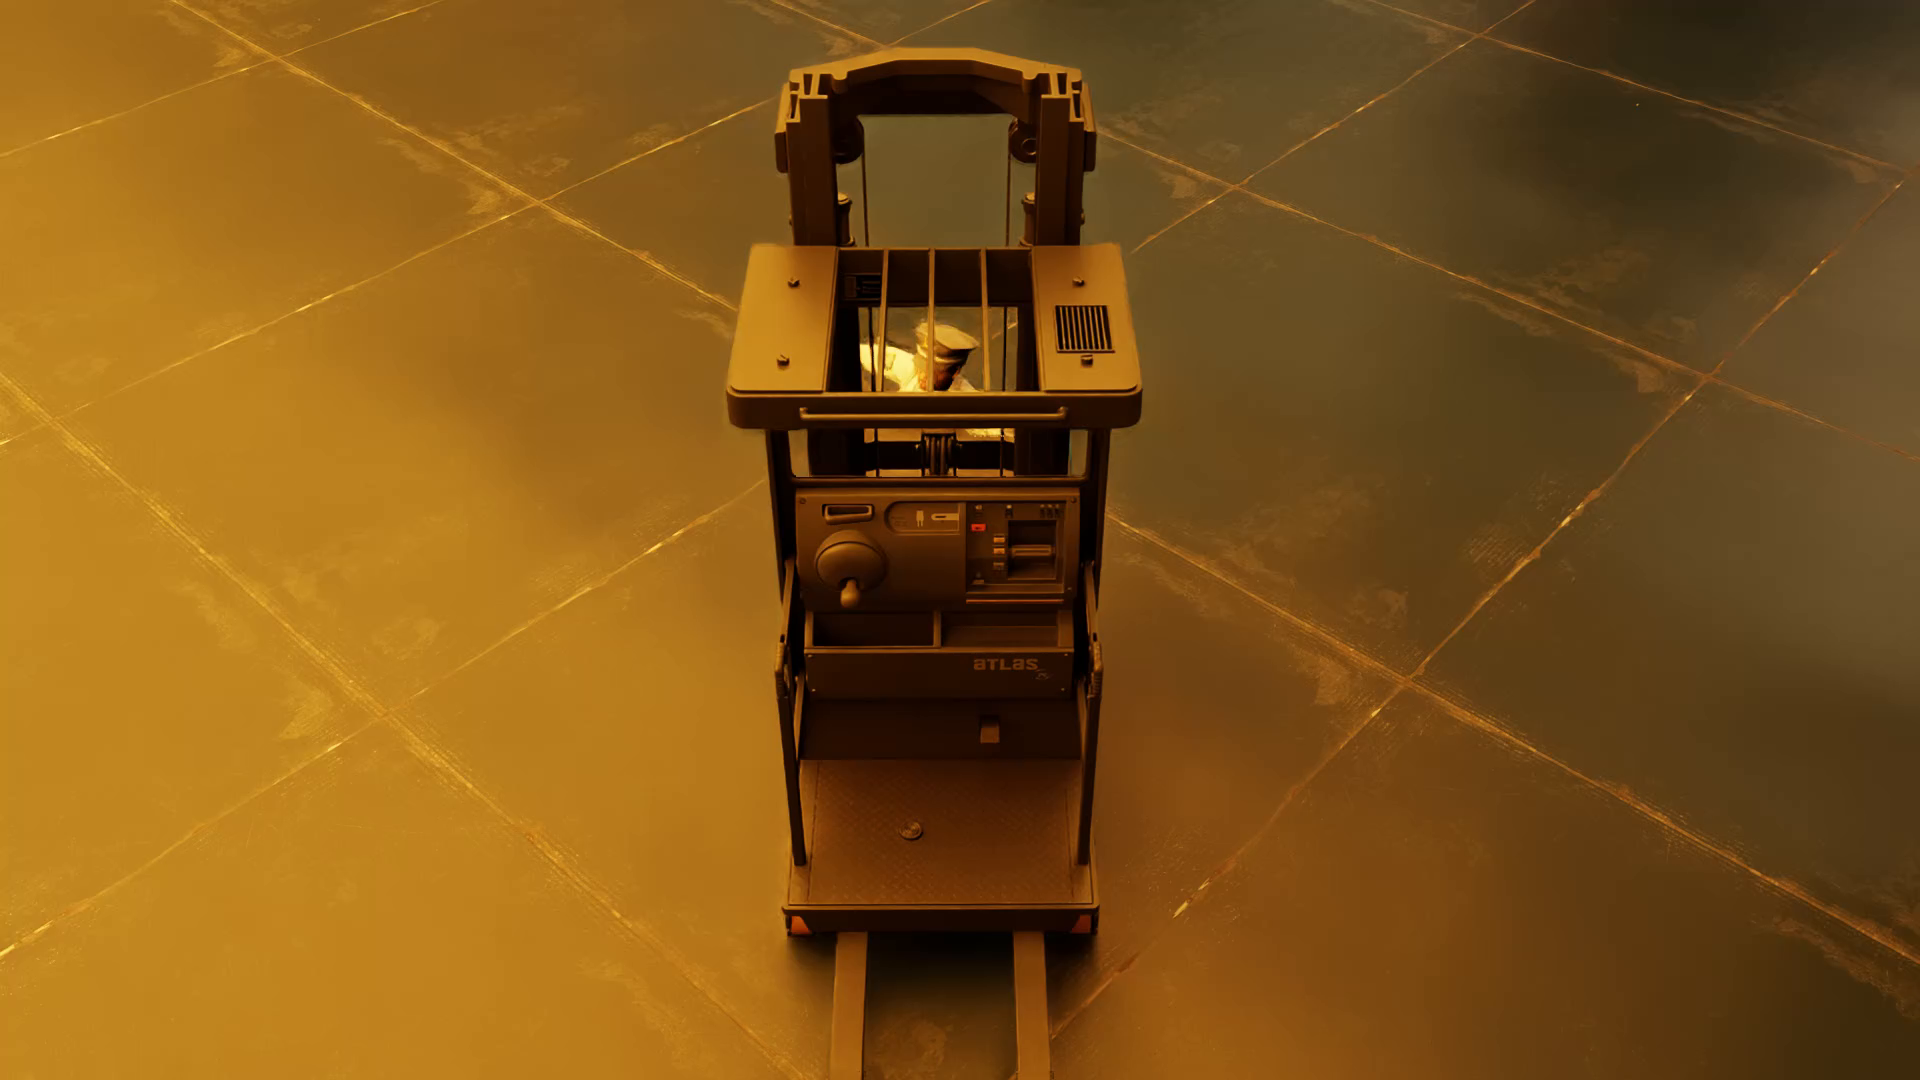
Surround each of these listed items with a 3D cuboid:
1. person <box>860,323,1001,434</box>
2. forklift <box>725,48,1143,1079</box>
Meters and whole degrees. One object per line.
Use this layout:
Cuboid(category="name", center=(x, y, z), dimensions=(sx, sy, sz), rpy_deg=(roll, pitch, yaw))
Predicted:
Cuboid(category="person", center=(-0.277, -0.173, 6.743), dimensions=(1.041, 1.469, 0.781), rpy_deg=(29, 49, 30))
Cuboid(category="forklift", center=(-0.068, 0.106, 5.305), dimensions=(1.130, 2.935, 3.031), rpy_deg=(0, 41, 0))
